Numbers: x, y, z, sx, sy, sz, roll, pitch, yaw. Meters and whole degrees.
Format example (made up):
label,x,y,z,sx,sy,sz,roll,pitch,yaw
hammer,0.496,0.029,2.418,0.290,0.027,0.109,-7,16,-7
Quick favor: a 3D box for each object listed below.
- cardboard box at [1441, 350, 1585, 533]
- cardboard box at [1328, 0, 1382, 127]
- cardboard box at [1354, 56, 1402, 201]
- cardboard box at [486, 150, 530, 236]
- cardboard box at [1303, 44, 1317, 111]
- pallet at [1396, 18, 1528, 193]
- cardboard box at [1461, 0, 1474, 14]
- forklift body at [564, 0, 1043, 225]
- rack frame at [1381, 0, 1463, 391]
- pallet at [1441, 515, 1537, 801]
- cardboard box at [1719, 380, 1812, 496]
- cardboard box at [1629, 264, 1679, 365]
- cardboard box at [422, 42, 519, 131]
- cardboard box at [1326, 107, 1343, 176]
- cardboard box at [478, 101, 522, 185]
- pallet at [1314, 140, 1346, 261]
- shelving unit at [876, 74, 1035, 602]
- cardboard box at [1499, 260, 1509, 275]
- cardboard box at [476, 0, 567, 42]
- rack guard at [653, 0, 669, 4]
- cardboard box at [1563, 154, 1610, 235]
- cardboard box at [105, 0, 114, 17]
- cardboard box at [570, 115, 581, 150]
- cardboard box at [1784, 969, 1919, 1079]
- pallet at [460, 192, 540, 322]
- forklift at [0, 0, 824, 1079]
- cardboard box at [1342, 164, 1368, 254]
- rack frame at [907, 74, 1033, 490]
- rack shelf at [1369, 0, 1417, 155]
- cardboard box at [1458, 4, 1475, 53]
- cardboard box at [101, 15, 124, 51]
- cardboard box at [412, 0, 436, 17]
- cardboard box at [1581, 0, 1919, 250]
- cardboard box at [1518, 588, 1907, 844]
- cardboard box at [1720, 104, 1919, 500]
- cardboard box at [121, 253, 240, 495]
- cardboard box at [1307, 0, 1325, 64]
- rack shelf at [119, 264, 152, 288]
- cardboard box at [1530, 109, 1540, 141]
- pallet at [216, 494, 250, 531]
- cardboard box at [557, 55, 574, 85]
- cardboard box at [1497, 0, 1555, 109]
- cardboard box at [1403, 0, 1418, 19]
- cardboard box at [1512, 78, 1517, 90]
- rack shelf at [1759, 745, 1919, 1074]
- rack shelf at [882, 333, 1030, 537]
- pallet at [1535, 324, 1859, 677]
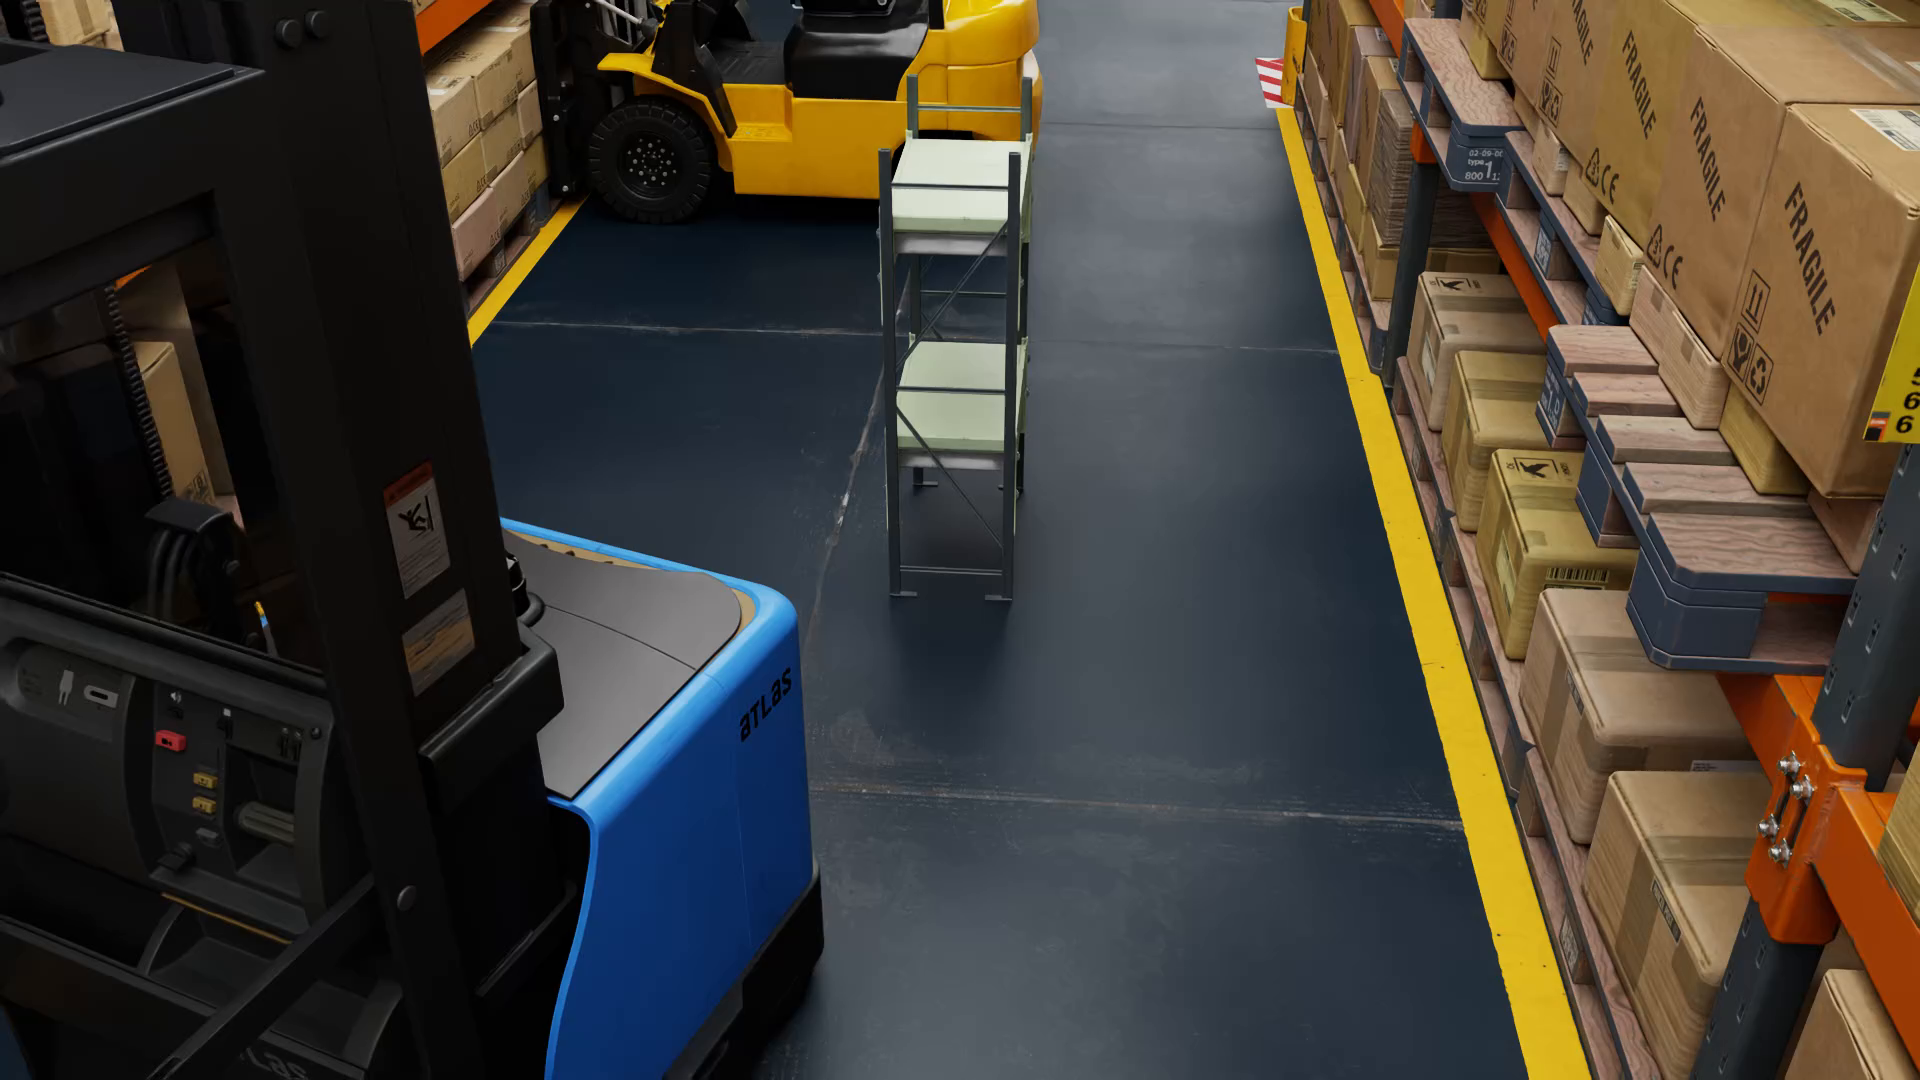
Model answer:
label,x,y,z,sx,sy,sz,roll,pitch,yaw
cardboard box,2.128,-0.304,5.488,0.950,0.372,0.625,4,32,7
cardboard box,2.119,-2.355,8.219,0.500,0.500,0.500,3,32,5
cardboard box,2.043,-1.809,7.331,0.500,0.500,0.500,3,32,5
cardboard box,-2.329,-1.617,7.736,0.500,0.250,0.500,2,32,3
cardboard box,2.207,-2.584,9.304,0.500,0.250,0.500,2,32,4
pallet,2.016,-1.419,5.376,1.003,0.211,1.213,2,32,4
cardboard box,1.899,-2.009,5.372,0.500,0.500,0.500,3,32,5
forklift body,-0.735,-2.765,8.187,2.313,2.155,1.214,2,32,4
rack frame,2.223,-1.894,5.965,1.000,3.000,0.127,2,32,4
pallet,2.064,0.340,4.997,1.003,0.211,1.213,2,32,4
cardboard box,1.639,-0.199,3.053,0.380,0.149,0.250,3,32,5
cardboard box,1.644,-0.464,3.483,0.380,0.149,0.250,1,32,2
cardboard box,-2.321,-2.045,7.476,0.500,0.250,0.500,3,32,4
cardboard box,2.126,-2.032,8.408,0.500,0.250,0.500,5,32,7
cardboard box,-2.338,-1.829,7.602,0.500,0.250,0.500,2,32,4
pallet,2.339,-1.699,8.306,1.003,0.211,1.213,2,32,4
shelving unit,0.001,-0.642,5.362,0.431,1.500,0.755,2,32,4
cardboard box,2.540,-1.199,7.058,0.500,0.250,0.500,1,32,2
cardboard box,-2.241,-2.579,8.344,0.500,0.250,0.500,2,32,3
rack guard,-2.397,-3.144,10.376,1.175,0.500,0.348,2,32,4
cardboard box,1.737,-0.869,4.141,0.380,0.149,0.250,1,32,2
cardboard box,-2.606,-1.565,4.717,0.380,0.149,0.250,3,32,4
cardboard box,-2.242,-2.151,8.603,0.500,0.250,0.500,3,32,6
cardboard box,1.758,1.281,2.438,0.875,0.875,0.875,2,32,4
pallet,-2.618,-1.331,7.709,1.003,0.211,1.213,2,32,4
forklift,-1.395,0.377,2.344,1.130,2.935,3.031,13,34,20
cardboard box,2.037,-1.502,7.549,0.500,0.250,0.500,2,32,3
rack frame,0.030,-0.833,5.673,0.400,1.500,0.023,2,32,4
rack shelf,2.386,-2.634,7.850,1.077,0.370,4.000,2,32,4
cardboard box,1.863,-1.690,5.473,0.380,0.149,0.250,3,32,5
cardboard box,-2.592,-1.449,4.909,0.500,0.250,0.500,3,32,5
cardboard box,-2.428,-2.368,6.638,0.500,0.500,0.500,2,32,3
cardboard box,1.728,-0.935,3.629,0.500,0.500,0.500,0,32,1
cardboard box,2.005,0.456,4.255,0.950,0.372,0.625,2,32,3
cardboard box,1.657,-0.400,2.761,0.500,0.500,0.500,2,32,3
cardboard box,-2.827,-0.593,5.717,0.875,0.625,0.625,2,32,3
cardboard box,2.206,-2.891,9.088,0.500,0.500,0.500,1,32,2
rack shelf,-2.887,-0.752,4.797,1.077,0.370,4.000,2,32,4
cardboard box,1.803,-1.147,4.591,0.380,0.149,0.250,3,32,4
pallet,-2.842,0.109,5.371,1.003,0.211,1.213,2,32,4
cardboard box,-2.244,-2.355,8.456,0.500,0.250,0.500,2,32,4
cardboard box,1.805,-1.489,4.529,0.500,0.500,0.500,2,32,4
cardboard box,1.959,-2.099,6.536,0.380,0.149,0.250,3,32,5
cardboard box,1.887,-1.409,5.016,0.380,0.149,0.250,4,32,7
rack shelf,1.735,1.549,1.062,1.077,0.370,4.000,2,32,4
rack shelf,0.001,-0.364,5.533,0.431,0.370,0.720,2,32,4
pallet,1.849,-0.098,3.233,1.213,0.211,1.003,2,32,4
